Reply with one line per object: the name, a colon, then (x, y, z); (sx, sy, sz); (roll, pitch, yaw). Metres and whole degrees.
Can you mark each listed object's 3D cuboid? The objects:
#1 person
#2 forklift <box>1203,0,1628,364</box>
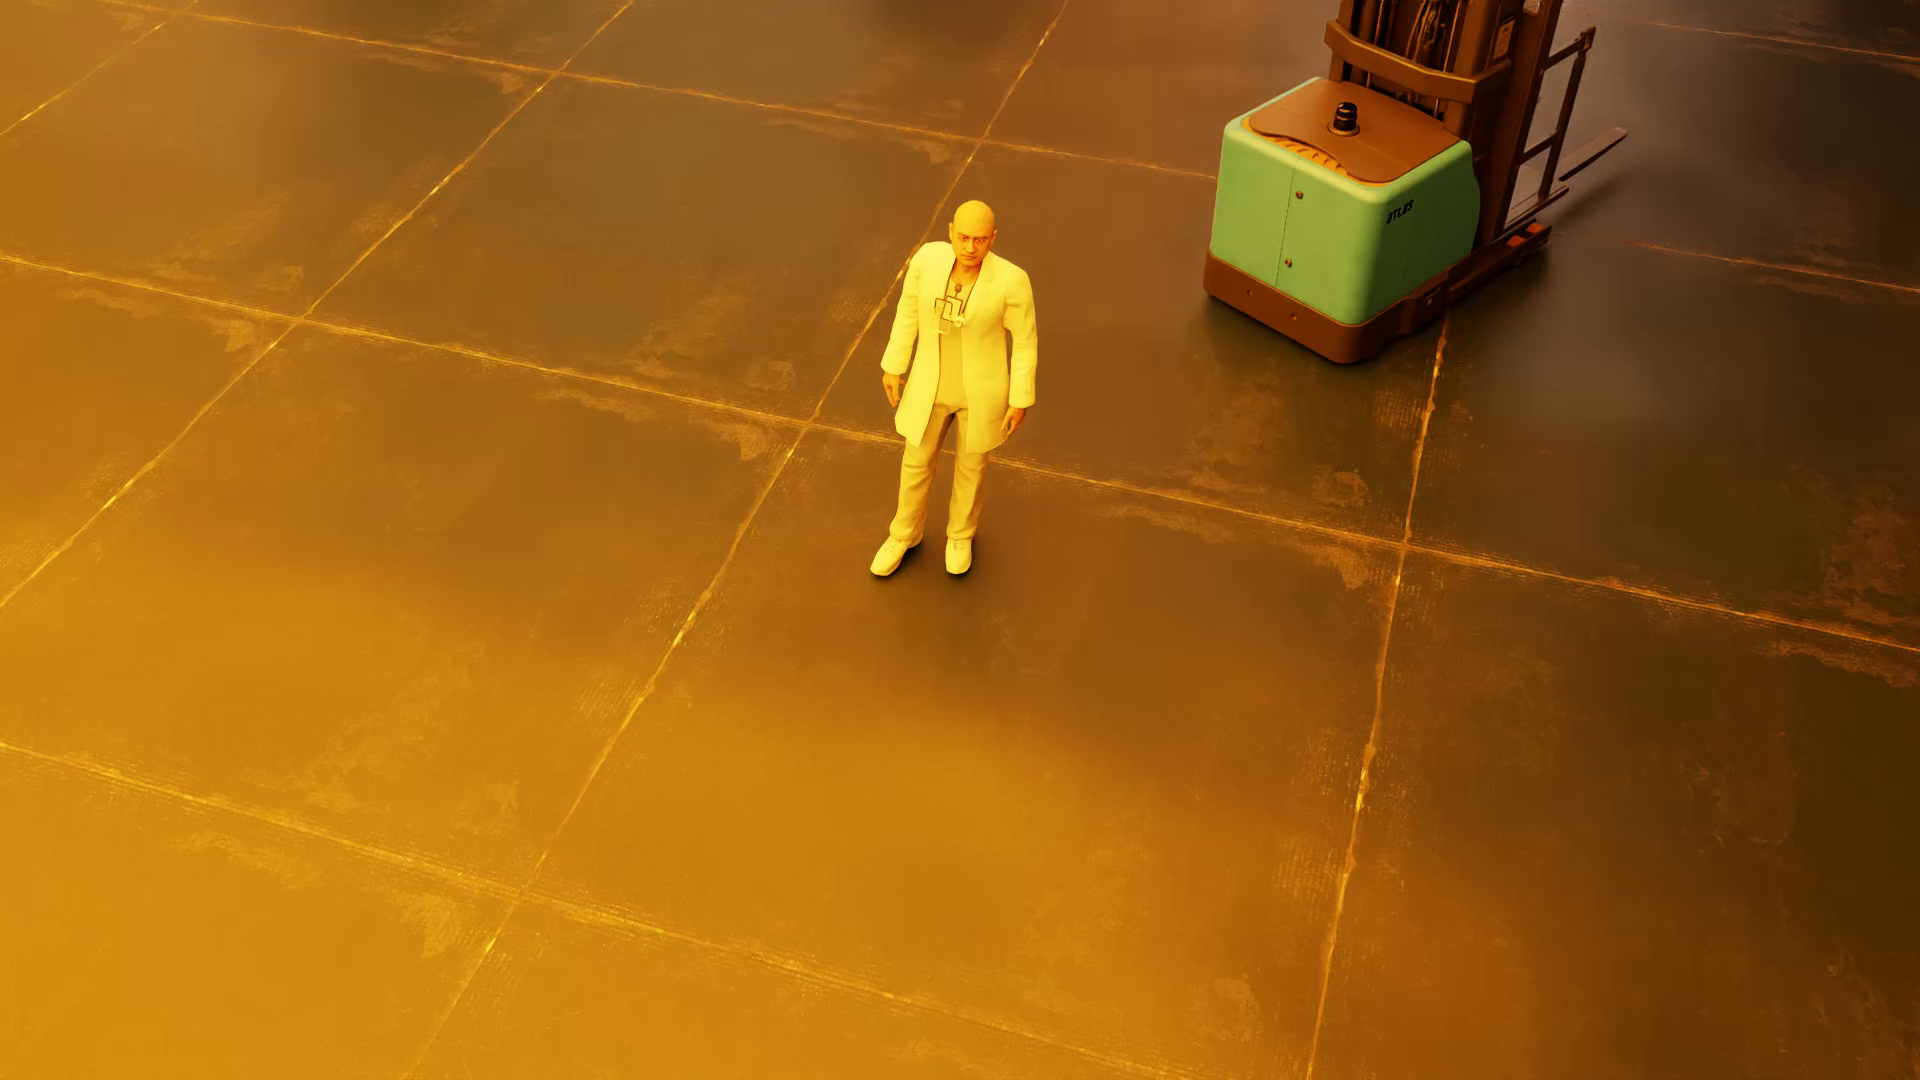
person: (-0.031, -0.597, 7.167); (0.698, 1.777, 0.578); (12, 44, 13)
forklift: (2.770, -2.881, 8.786); (3.031, 2.935, 1.130); (-33, 52, -30)
